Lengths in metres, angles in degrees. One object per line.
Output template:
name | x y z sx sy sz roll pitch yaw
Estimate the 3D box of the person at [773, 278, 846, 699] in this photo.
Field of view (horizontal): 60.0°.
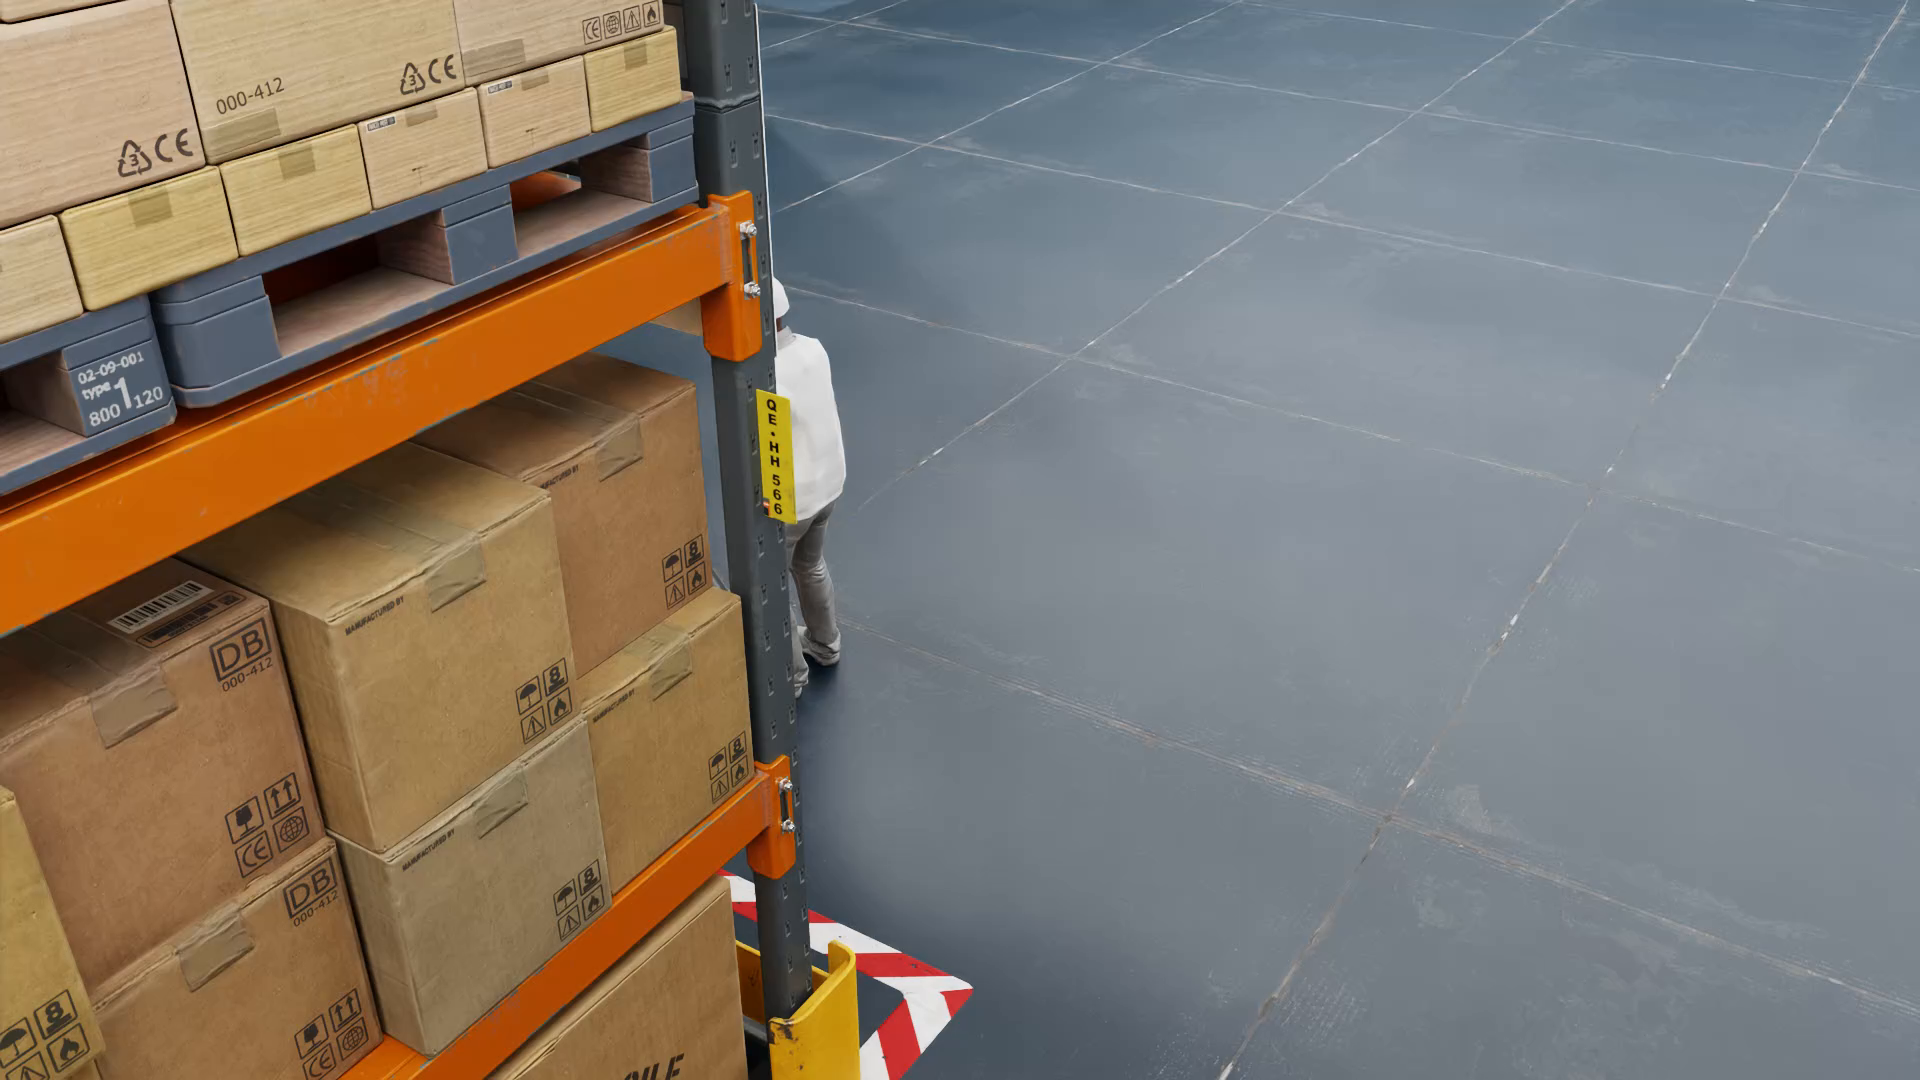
person | -0.687 -0.201 6.450 0.462 1.770 0.579 17 34 26
